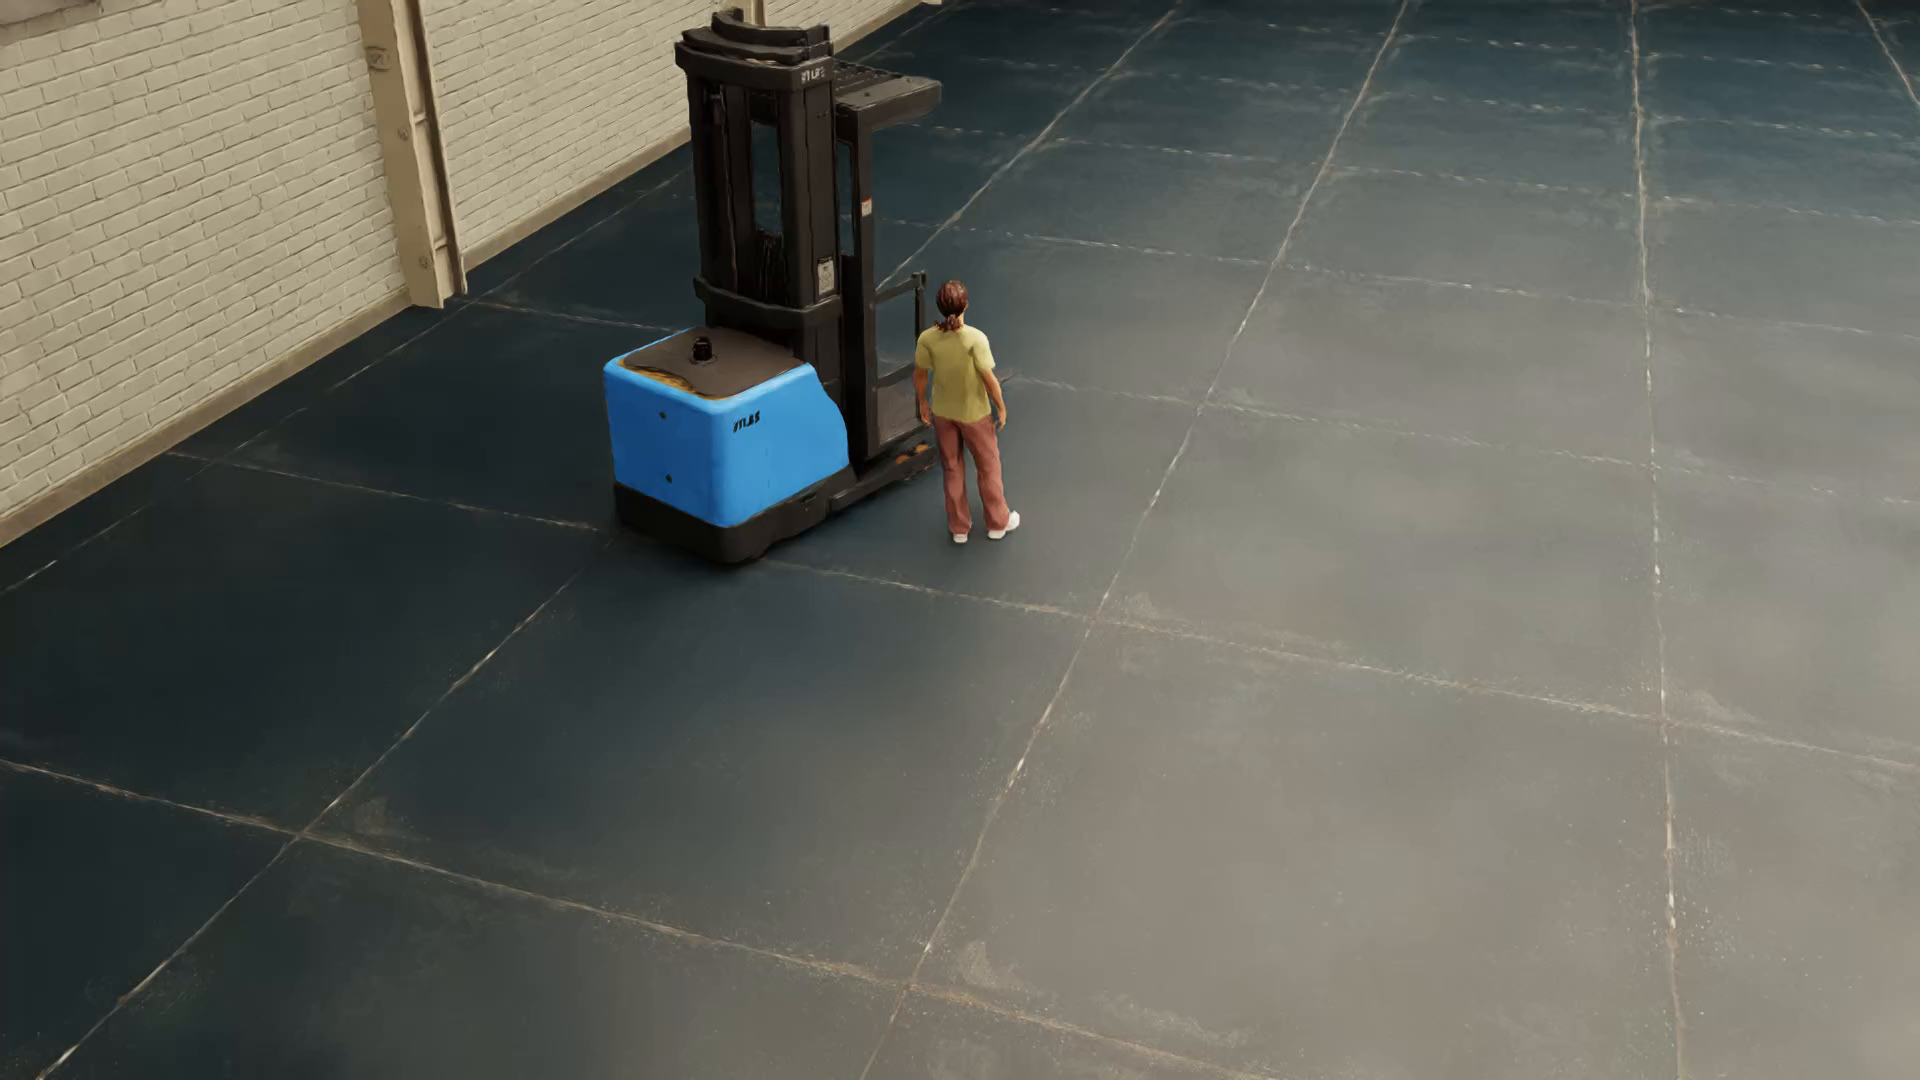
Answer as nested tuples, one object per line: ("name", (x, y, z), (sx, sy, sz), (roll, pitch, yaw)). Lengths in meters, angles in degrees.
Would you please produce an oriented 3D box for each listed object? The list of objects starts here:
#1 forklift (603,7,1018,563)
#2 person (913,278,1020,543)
("forklift", (-0.801, -1.800, 10.294), (1.130, 2.935, 3.031), (22, 36, 33))
("person", (0.035, -0.769, 9.735), (0.554, 1.674, 0.546), (10, 31, 16))
